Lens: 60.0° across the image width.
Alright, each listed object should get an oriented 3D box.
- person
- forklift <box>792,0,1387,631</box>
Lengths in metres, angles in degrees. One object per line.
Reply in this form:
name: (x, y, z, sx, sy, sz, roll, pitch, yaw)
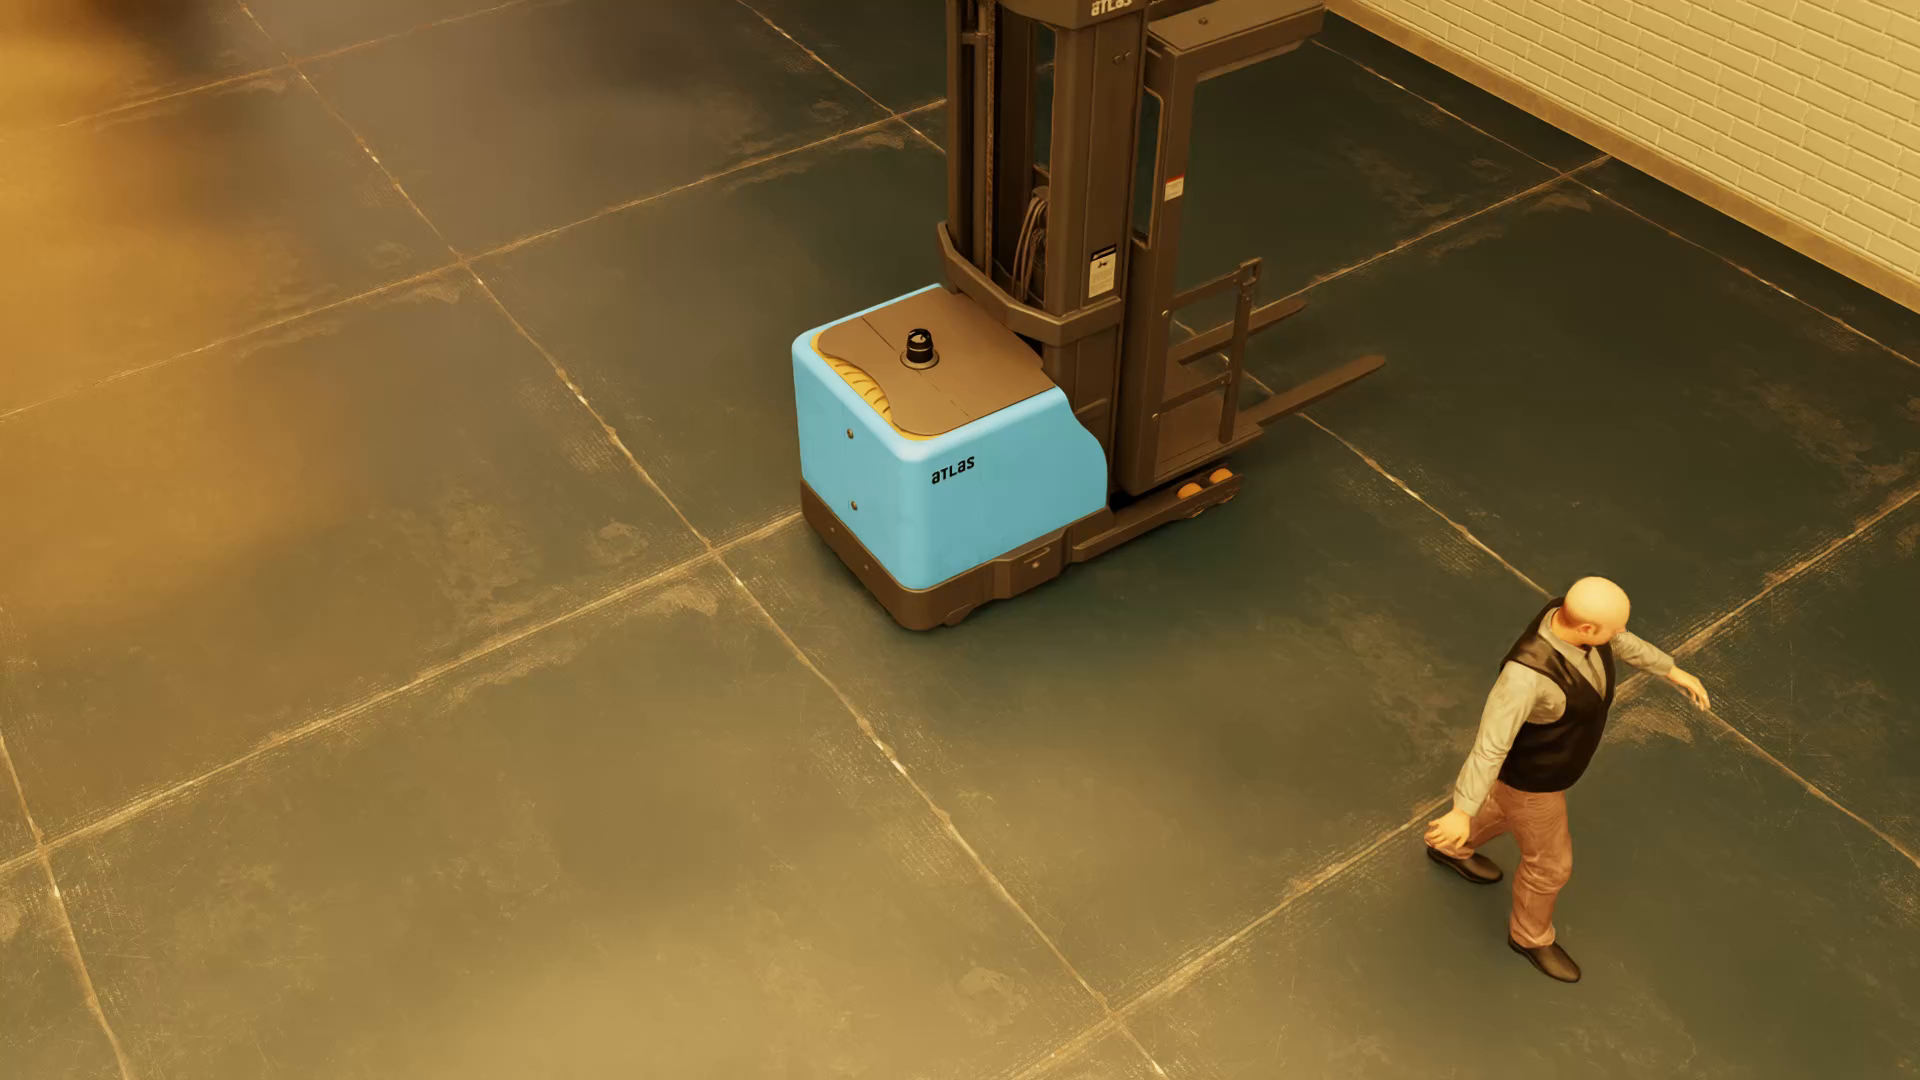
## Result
person: (2.045, 0.812, 5.767, 0.728, 1.705, 0.954, 26, 49, 25)
forklift: (0.758, -1.460, 7.300, 3.031, 2.935, 1.130, -24, 48, -24)
